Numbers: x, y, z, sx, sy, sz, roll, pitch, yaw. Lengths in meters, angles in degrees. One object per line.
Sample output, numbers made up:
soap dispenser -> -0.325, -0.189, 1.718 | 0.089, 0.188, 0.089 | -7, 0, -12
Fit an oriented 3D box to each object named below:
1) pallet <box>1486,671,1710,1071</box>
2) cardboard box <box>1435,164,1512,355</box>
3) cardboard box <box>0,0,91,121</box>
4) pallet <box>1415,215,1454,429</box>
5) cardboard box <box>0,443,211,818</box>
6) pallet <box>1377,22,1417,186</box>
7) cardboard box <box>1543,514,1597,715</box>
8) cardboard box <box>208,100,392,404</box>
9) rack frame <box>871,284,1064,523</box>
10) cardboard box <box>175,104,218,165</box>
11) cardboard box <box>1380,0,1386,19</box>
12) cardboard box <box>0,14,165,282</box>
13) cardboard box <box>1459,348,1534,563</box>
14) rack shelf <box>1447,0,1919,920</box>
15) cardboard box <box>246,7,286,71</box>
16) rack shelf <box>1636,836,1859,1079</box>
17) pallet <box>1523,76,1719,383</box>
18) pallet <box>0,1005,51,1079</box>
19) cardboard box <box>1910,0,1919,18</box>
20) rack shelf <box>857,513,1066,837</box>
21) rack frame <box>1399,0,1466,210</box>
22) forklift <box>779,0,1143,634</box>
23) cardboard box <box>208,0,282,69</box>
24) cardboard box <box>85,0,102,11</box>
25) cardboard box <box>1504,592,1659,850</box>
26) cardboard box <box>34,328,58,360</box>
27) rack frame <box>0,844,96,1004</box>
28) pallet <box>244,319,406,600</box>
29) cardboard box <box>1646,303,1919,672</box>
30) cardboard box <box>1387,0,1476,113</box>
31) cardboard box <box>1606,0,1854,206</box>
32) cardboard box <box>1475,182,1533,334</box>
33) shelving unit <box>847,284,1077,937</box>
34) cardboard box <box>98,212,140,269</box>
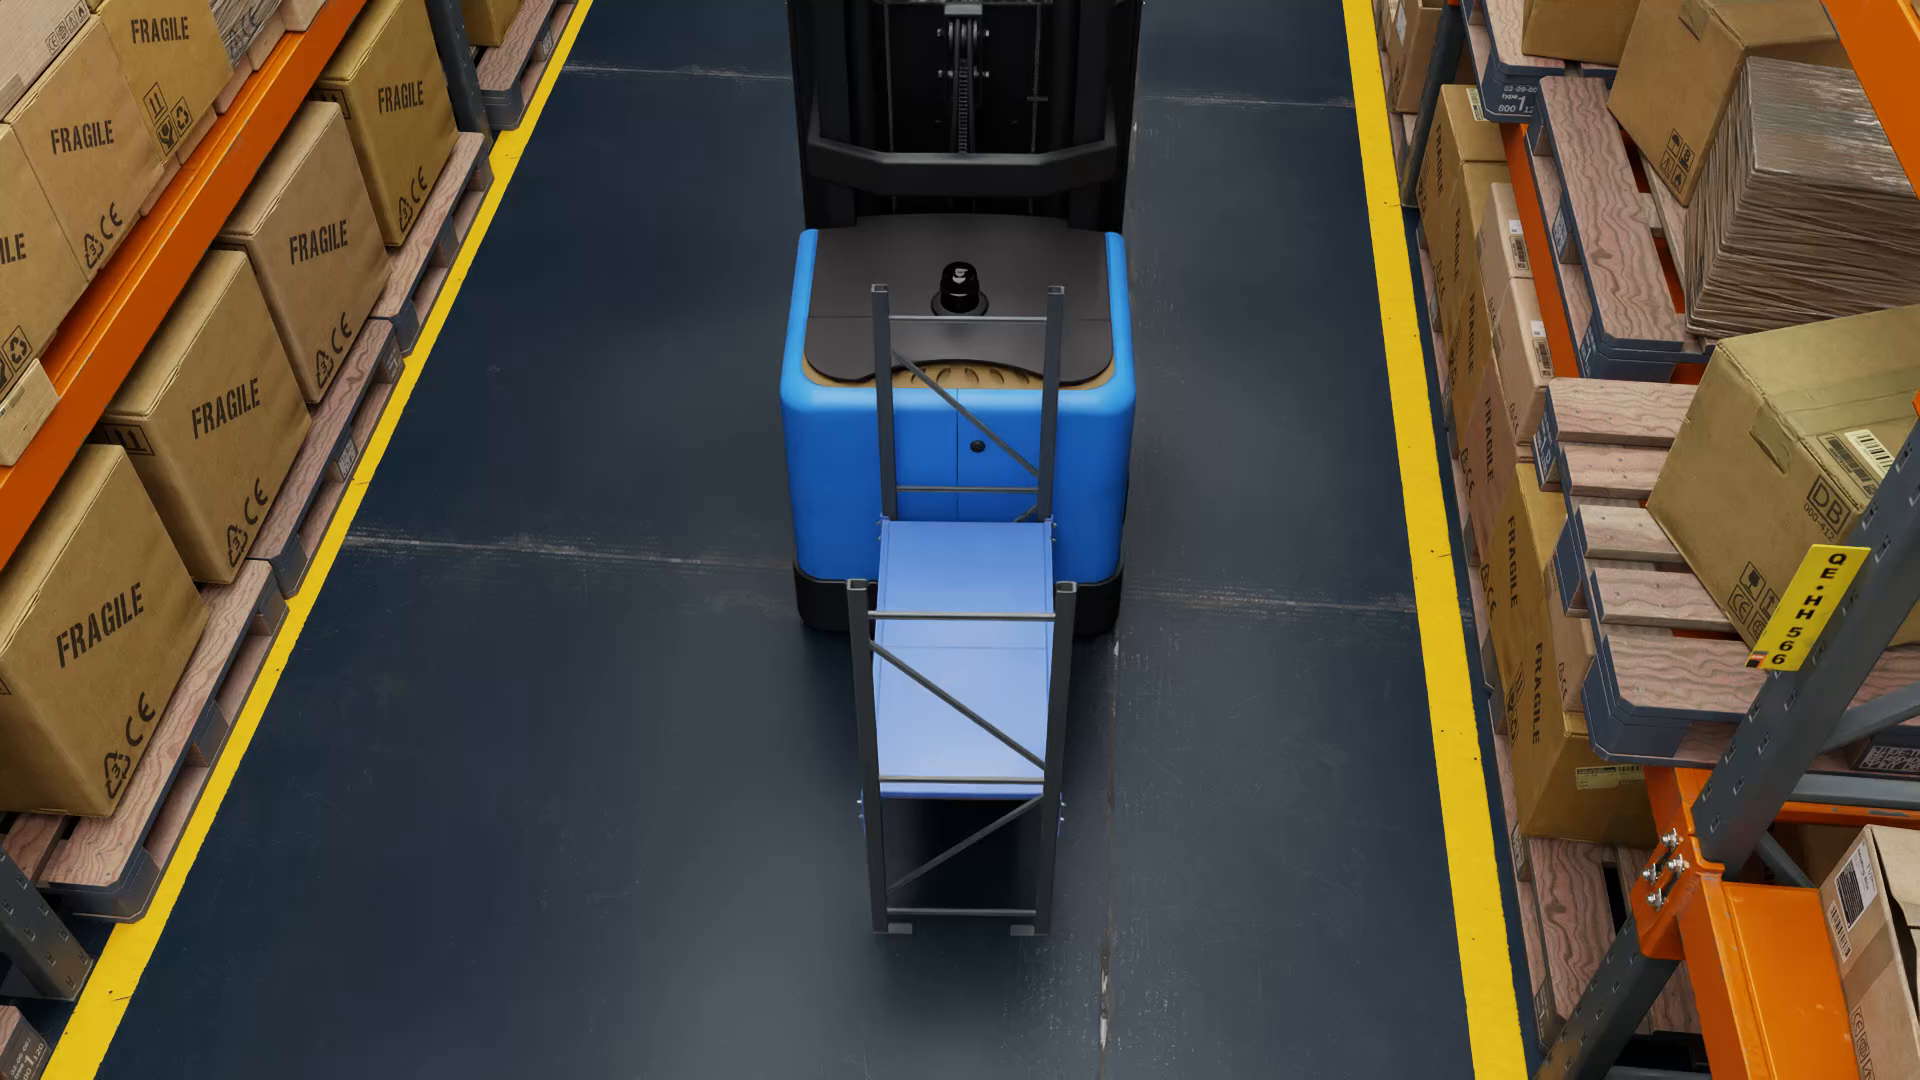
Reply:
pallet -> 2.111, 0.910, 4.774 | 1.003, 0.211, 1.213 | 4, 48, 4
cardboard box -> 2.046, -0.997, 6.025 | 0.500, 0.500, 0.500 | 4, 48, 4
cardboard box -> -2.540, -1.288, 4.104 | 0.500, 0.250, 0.500 | 4, 48, 4
pallet -> 2.333, -0.883, 6.414 | 1.003, 0.211, 1.213 | 4, 48, 4
cardboard box -> -2.730, 0.237, 4.673 | 0.750, 0.750, 0.750 | 3, 48, 3
pallet -> 2.433, -1.988, 7.425 | 1.003, 0.211, 1.213 | 4, 48, 4
cardboard box -> 1.858, 0.213, 4.410 | 0.500, 0.250, 0.500 | 6, 48, 5
cardboard box -> -2.571, -1.031, 5.832 | 0.750, 0.750, 0.750 | 5, 48, 5
rack frame -> 0.020, -0.145, 4.866 | 0.500, 1.500, 0.032 | 1, 48, 1
cardboard box -> -2.508, -1.284, 5.048 | 0.380, 0.149, 0.250 | 5, 48, 5
cardboard box -> 2.208, -2.654, 7.669 | 0.500, 0.311, 0.500 | 4, 48, 4
cardboard box -> -2.526, -1.045, 4.390 | 0.500, 0.500, 0.500 | 4, 48, 3
cardboard box -> 1.946, -0.259, 5.350 | 0.500, 0.500, 0.500 | 2, 48, 2
rack shelf -> 2.188, -0.712, 4.856 | 1.077, 0.370, 4.000 | 4, 48, 4
cardboard box -> -2.434, -1.661, 5.393 | 0.380, 0.149, 0.250 | 4, 48, 4
rack shelf -> 1.823, 2.228, 2.167 | 1.077, 0.370, 4.000 | 4, 48, 4
pallet -> 2.178, -0.849, 4.624 | 1.003, 0.211, 1.213 | 4, 48, 4
pallet -> -3.001, 1.700, 4.052 | 1.003, 0.211, 1.213 | 4, 48, 4
cardboard box -> 2.012, -0.854, 2.397 | 0.910, 0.500, 0.500 | 4, 48, 4
rack shelf -> 0.012, 0.352, 4.656 | 0.538, 0.185, 1.000 | 1, 48, 1
rack frame -> 2.370, -2.424, 5.934 | 1.000, 3.000, 0.127 | 4, 48, 4
forklift -> 0.017, -1.758, 5.372 | 1.130, 2.935, 3.031 | 1, 48, 1
cardboard box -> -2.445, -1.795, 5.076 | 0.500, 0.500, 0.500 | 4, 48, 4
cardboard box -> -2.500, -1.664, 4.448 | 0.500, 0.250, 0.500 | 3, 48, 3
cardboard box -> 1.857, 0.507, 4.649 | 0.500, 0.500, 0.500 | 6, 48, 5
cardboard box -> -2.627, -0.531, 4.359 | 0.380, 0.149, 0.250 | 3, 48, 3
rack frame -> -2.928, 0.185, 3.548 | 1.000, 3.000, 0.127 | 4, 48, 4
pallet -> -2.667, -0.342, 5.920 | 1.003, 0.211, 1.213 | 4, 48, 4
cardboard box -> 1.950, -0.131, 3.484 | 0.700, 0.500, 0.500 | -11, 48, -10
cardboard box -> 2.139, -2.167, 7.095 | 0.500, 0.500, 0.500 | 4, 48, 4
cardboard box -> 2.270, -1.297, 4.551 | 0.700, 0.500, 0.500 | -7, 48, -6
cardboard box -> 1.992, -0.908, 5.435 | 0.500, 0.250, 0.500 | 4, 48, 4
shelving unit -> 0.012, 0.230, 4.523 | 0.538, 1.500, 1.048 | 1, 48, 1
cardboard box -> -2.578, -0.911, 4.707 | 0.380, 0.149, 0.250 | 5, 48, 4
